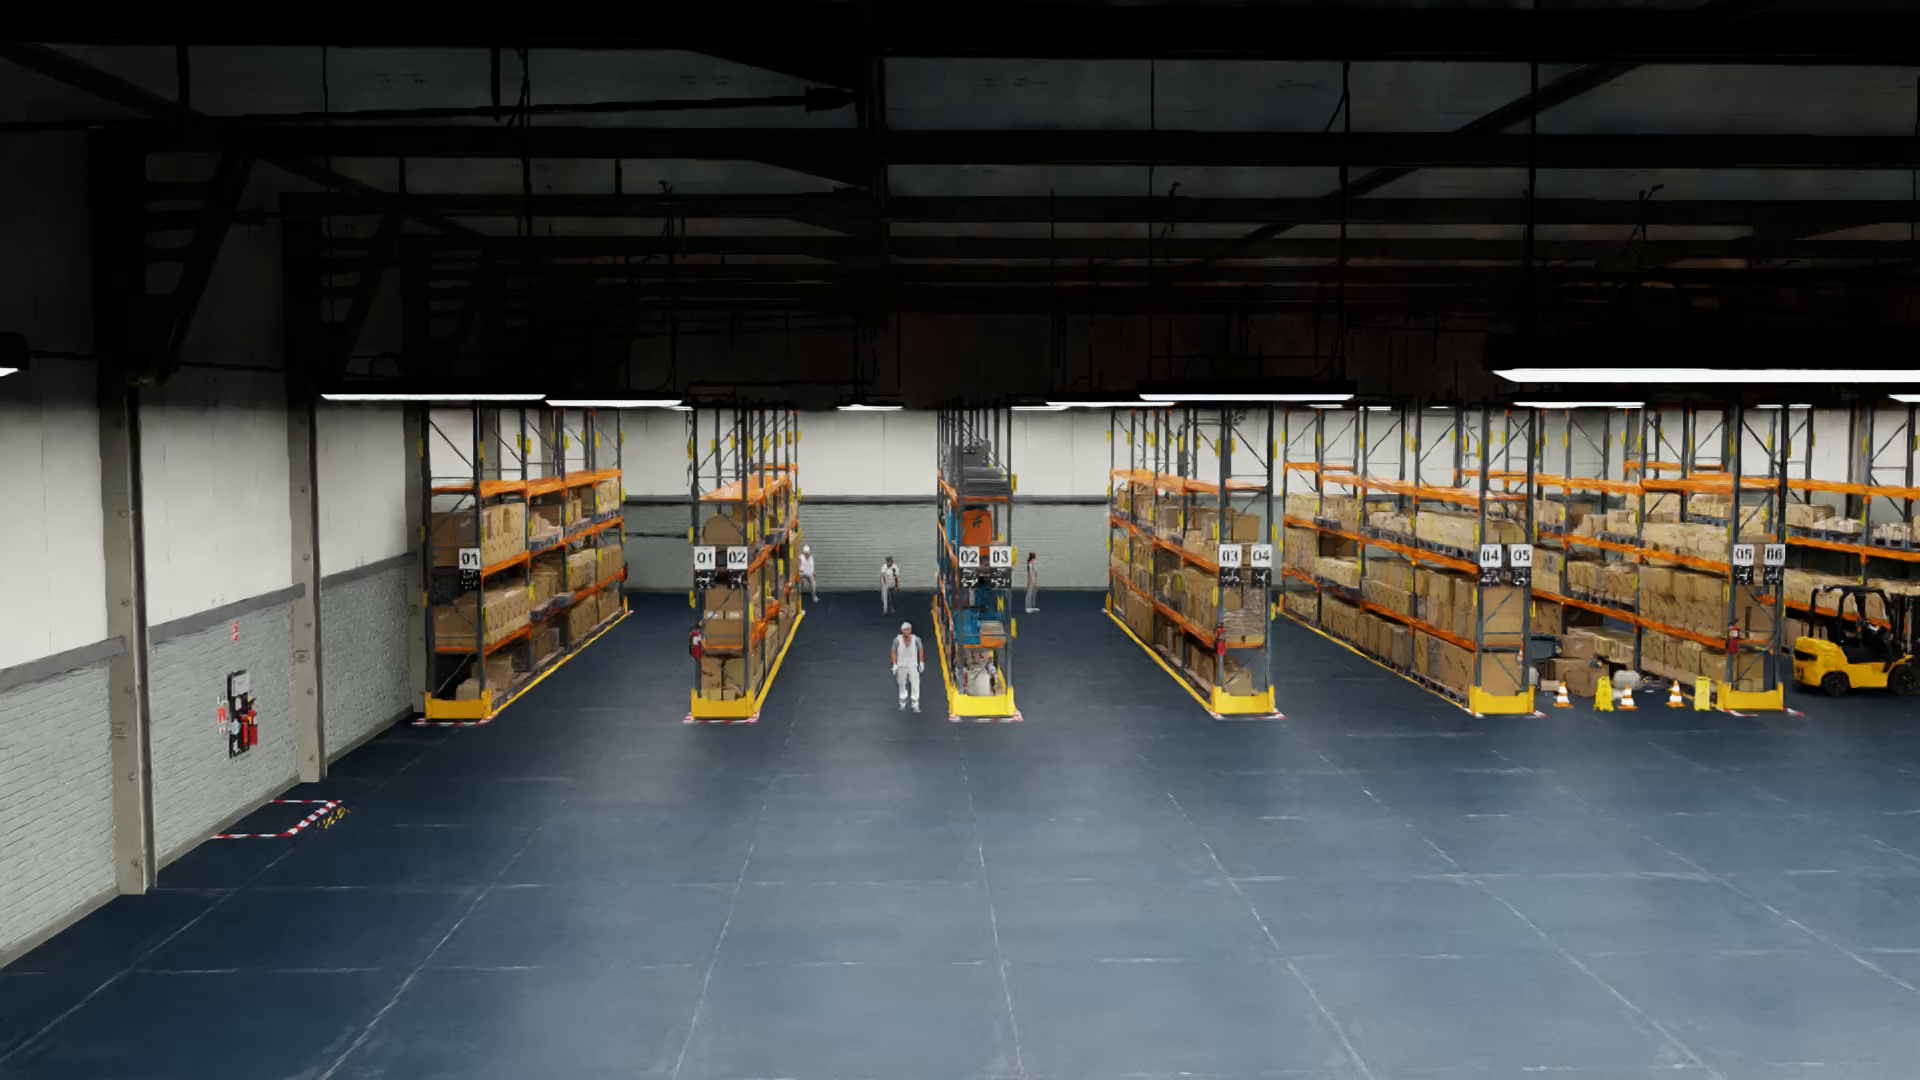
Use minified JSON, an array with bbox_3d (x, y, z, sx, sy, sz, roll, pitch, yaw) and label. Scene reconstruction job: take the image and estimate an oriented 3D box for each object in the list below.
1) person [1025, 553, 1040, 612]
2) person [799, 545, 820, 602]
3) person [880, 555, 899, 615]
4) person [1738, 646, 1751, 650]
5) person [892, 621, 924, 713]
[{"bbox_3d":[2.070,1.222,47.562,0.394,1.632,0.549,1,5,14],"label":"person"},{"bbox_3d":[-4.634,0.999,50.042,0.682,1.713,0.844,-2,5,-19],"label":"person"},{"bbox_3d":[-1.972,1.260,46.776,0.540,1.670,1.120,0,4,-4],"label":"person"},{"bbox_3d":[18.185,1.921,38.761,0.532,1.588,0.536,2,5,24],"label":"person"},{"bbox_3d":[-0.990,2.404,31.727,0.620,1.747,0.605,0,4,0],"label":"person"}]
